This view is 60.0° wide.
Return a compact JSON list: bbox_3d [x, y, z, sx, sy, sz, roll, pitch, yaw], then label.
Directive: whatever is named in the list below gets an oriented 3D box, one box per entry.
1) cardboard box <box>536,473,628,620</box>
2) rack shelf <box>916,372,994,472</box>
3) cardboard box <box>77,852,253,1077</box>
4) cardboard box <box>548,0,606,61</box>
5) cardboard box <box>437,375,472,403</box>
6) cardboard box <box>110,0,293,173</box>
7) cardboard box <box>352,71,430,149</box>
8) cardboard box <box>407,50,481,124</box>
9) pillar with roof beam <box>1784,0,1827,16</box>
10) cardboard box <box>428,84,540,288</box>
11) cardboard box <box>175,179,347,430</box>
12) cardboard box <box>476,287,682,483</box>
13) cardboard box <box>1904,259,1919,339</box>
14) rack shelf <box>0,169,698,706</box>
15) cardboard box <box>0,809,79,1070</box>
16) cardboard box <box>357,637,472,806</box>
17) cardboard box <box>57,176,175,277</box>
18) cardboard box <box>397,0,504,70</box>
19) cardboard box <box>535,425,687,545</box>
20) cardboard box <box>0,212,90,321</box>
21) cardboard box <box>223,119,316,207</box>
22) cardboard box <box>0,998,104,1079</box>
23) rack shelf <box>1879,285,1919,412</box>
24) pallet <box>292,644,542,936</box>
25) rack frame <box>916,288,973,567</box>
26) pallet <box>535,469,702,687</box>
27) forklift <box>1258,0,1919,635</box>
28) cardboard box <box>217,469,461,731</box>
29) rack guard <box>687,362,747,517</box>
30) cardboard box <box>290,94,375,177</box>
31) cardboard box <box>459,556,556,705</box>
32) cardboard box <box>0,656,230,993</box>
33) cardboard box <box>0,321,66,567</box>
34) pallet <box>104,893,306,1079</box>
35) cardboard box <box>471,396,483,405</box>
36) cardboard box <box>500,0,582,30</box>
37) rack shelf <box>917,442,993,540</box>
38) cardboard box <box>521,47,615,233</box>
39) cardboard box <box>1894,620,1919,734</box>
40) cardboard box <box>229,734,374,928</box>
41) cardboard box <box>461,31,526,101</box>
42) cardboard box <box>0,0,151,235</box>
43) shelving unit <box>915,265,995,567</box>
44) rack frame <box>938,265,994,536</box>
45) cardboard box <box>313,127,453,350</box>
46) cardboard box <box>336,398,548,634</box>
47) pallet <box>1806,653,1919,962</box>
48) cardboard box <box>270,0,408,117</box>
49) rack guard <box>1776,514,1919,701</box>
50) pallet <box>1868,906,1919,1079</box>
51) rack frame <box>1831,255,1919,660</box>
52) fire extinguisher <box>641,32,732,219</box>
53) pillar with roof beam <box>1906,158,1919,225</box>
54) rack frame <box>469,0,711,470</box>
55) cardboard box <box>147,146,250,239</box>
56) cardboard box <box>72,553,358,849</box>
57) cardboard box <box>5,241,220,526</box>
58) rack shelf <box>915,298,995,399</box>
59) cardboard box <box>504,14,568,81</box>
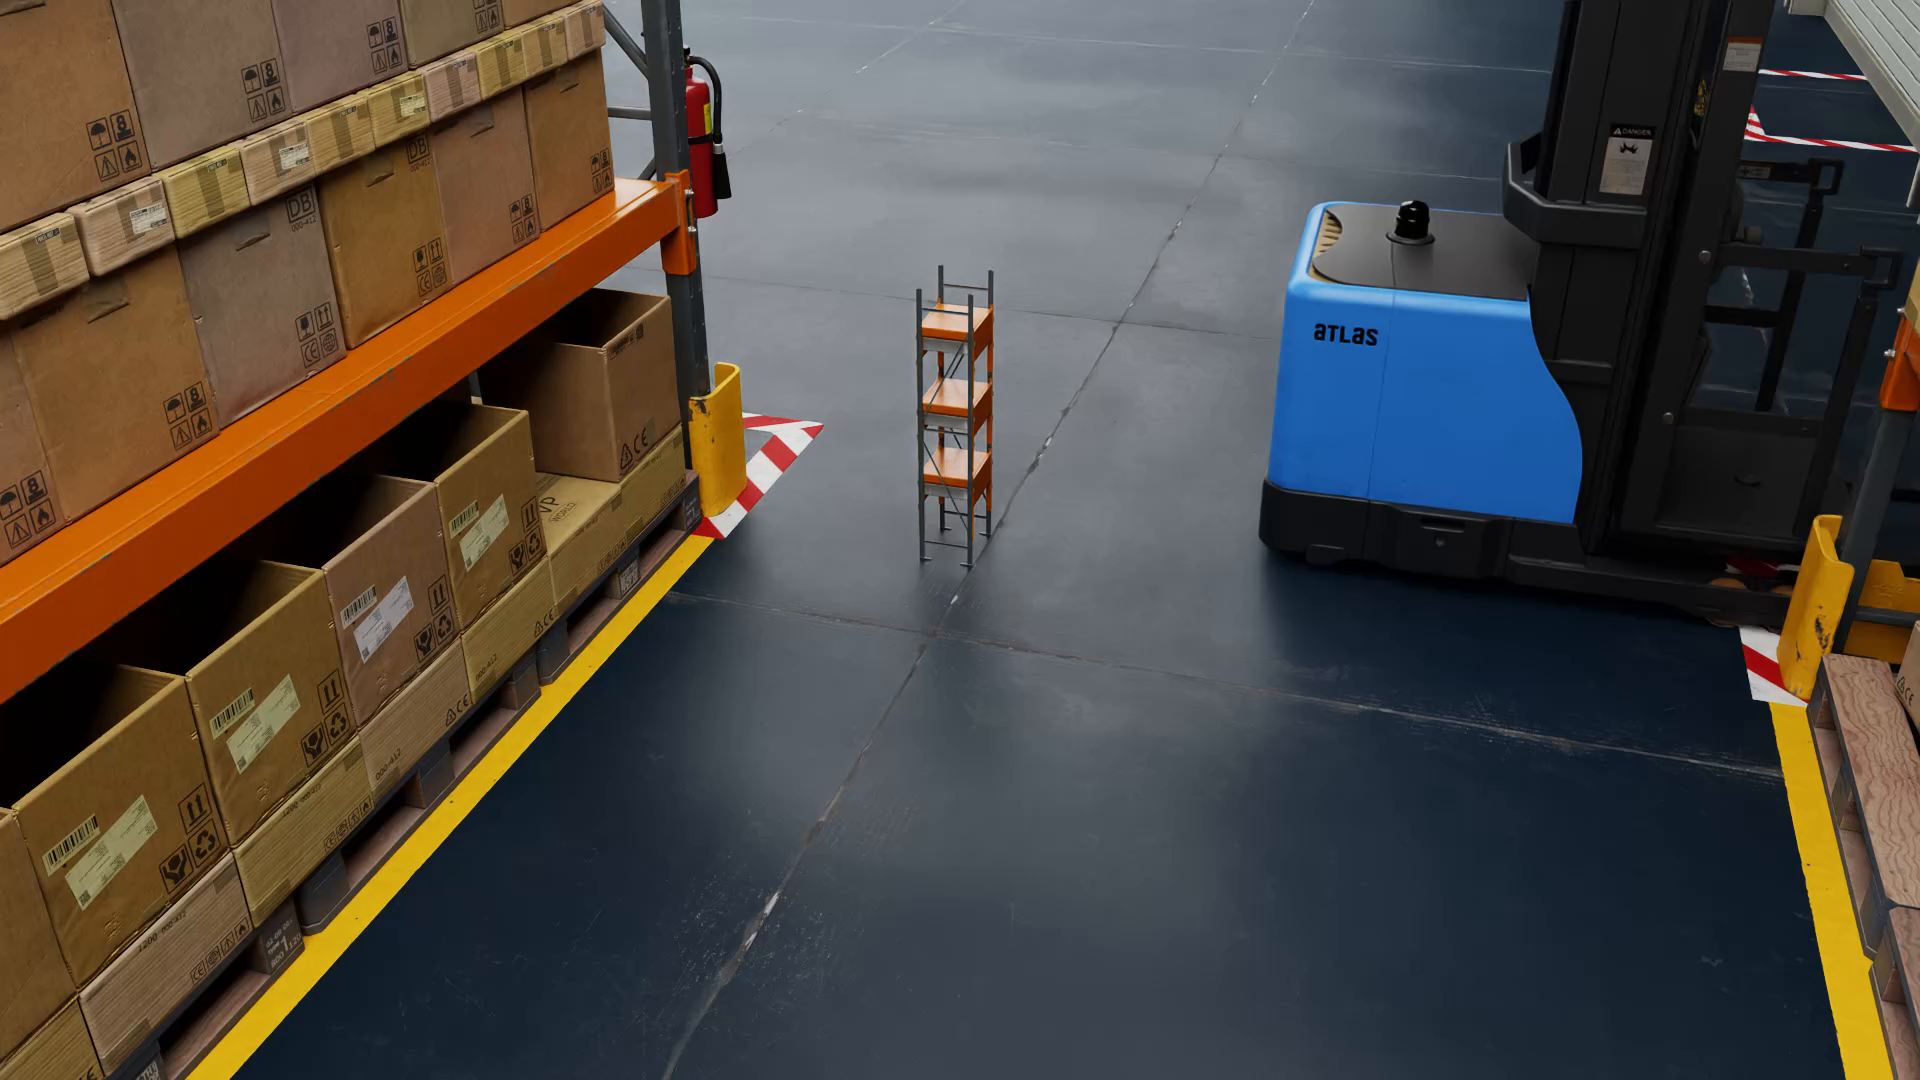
[{"bbox_3d":[-1.460,0.002,5.558,0.500,0.250,0.500,8,30,15],"label":"cardboard box"},{"bbox_3d":[-0.016,-0.425,5.955,0.215,0.259,0.240,8,30,15],"label":"rack shelf"},{"bbox_3d":[-2.046,0.931,3.887,0.500,0.250,0.500,8,30,15],"label":"cardboard box"},{"bbox_3d":[-1.380,-1.664,5.386,0.380,0.149,0.250,8,30,14],"label":"cardboard box"},{"bbox_3d":[-1.965,-0.401,5.511,0.500,0.500,0.500,8,30,15],"label":"cardboard box"},{"bbox_3d":[-2.058,-1.200,3.885,0.700,0.500,0.500,9,30,15],"label":"cardboard box"},{"bbox_3d":[-1.683,-1.185,4.524,0.380,0.149,0.250,9,30,16],"label":"cardboard box"},{"bbox_3d":[-1.606,-1.307,4.744,0.380,0.149,0.250,9,30,16],"label":"cardboard box"},{"bbox_3d":[3.315,-9.200,13.532,9.100,9.000,0.400,8,30,15],"label":"pillar with roof beam"},{"bbox_3d":[-1.748,-1.126,5.085,0.700,0.500,0.500,9,30,16],"label":"cardboard box"},{"bbox_3d":[-2.051,-0.650,4.231,0.700,0.500,0.500,9,30,16],"label":"cardboard box"},{"bbox_3d":[-1.323,-0.560,5.796,0.500,0.500,0.500,8,30,15],"label":"cardboard box"},{"bbox_3d":[2.840,-0.598,4.374,0.500,0.250,0.500,8,30,13],"label":"cardboard box"},{"bbox_3d":[-2.037,-0.298,4.440,1.077,0.370,4.000,8,30,15],"label":"rack shelf"},{"bbox_3d":[-2.188,0.837,3.285,0.500,0.500,0.500,8,30,15],"label":"cardboard box"},{"bbox_3d":[-1.753,0.467,4.722,0.500,0.250,0.500,8,30,15],"label":"cardboard box"},{"bbox_3d":[-1.985,-0.707,3.665,0.380,0.149,0.250,8,30,13],"label":"cardboard box"},{"bbox_3d":[-1.764,-1.667,4.725,0.700,0.500,0.500,8,30,14],"label":"cardboard box"},{"bbox_3d":[-1.325,-0.232,5.978,0.500,0.250,0.500,8,30,15],"label":"cardboard box"},{"bbox_3d":[-2.061,-0.582,3.441,0.380,0.149,0.250,7,30,13],"label":"cardboard box"},{"bbox_3d":[-1.833,-0.943,4.089,0.380,0.149,0.250,8,30,14],"label":"cardboard box"},{"bbox_3d":[-2.198,1.163,3.470,0.500,0.250,0.500,8,30,15],"label":"cardboard box"},{"bbox_3d":[2.700,0.407,3.172,1.077,0.370,4.000,8,30,15],"label":"rack shelf"},{"bbox_3d":[-1.994,0.603,4.948,1.003,0.211,1.213,8,30,15],"label":"pallet"},{"bbox_3d":[-0.052,-0.377,5.848,0.200,1.050,0.008,8,30,15],"label":"rack frame"},{"bbox_3d":[-1.634,0.038,5.964,1.003,0.211,1.213,8,30,15],"label":"pallet"},{"bbox_3d":[2.675,-1.243,5.470,3.031,2.935,1.130,8,30,13],"label":"forklift"},{"bbox_3d":[-1.750,0.139,4.539,0.500,0.500,0.500,8,30,15],"label":"cardboard box"},{"bbox_3d":[-1.443,-0.461,6.564,1.175,0.500,0.348,8,30,15],"label":"rack guard"},{"bbox_3d":[-1.758,-1.062,4.304,0.380,0.149,0.250,9,30,16],"label":"cardboard box"},{"bbox_3d":[-1.605,0.234,5.140,0.500,0.250,0.500,8,30,15],"label":"cardboard box"},{"bbox_3d":[-2.049,0.603,3.705,0.500,0.500,0.500,8,30,15],"label":"cardboard box"},{"bbox_3d":[-2.351,-0.180,3.385,0.700,0.500,0.500,8,30,14],"label":"cardboard box"},{"bbox_3d":[-2.350,1.172,3.926,1.003,0.211,1.213,8,30,15],"label":"pallet"},{"bbox_3d":[-1.820,-0.306,6.111,0.500,0.250,0.500,8,30,15],"label":"cardboard box"},{"bbox_3d":[-1.614,-1.913,5.165,0.700,0.500,0.500,9,30,15],"label":"cardboard box"},{"bbox_3d":[-0.016,-0.182,6.090,0.215,0.259,0.240,8,30,15],"label":"rack shelf"},{"bbox_3d":[-1.599,-1.370,5.525,0.700,0.500,0.500,9,30,15],"label":"cardboard box"},{"bbox_3d":[2.998,0.455,4.660,0.500,0.311,0.500,5,30,9],"label":"cardboard box"},{"bbox_3d":[-1.894,0.700,4.303,0.500,0.250,0.500,8,30,15],"label":"cardboard box"},{"bbox_3d":[-1.530,-1.423,4.953,0.380,0.149,0.250,8,30,14],"label":"cardboard box"},{"bbox_3d":[-2.205,-0.968,3.468,0.700,0.500,0.500,8,30,15],"label":"cardboard box"},{"bbox_3d":[-0.016,-0.434,5.950,0.215,1.050,0.252,8,30,15],"label":"shelving unit"},{"bbox_3d":[0.020,-0.491,6.052,0.200,1.050,0.008,8,30,15],"label":"rack frame"},{"bbox_3d":[-1.900,-0.896,4.672,0.700,0.500,0.500,9,30,15],"label":"cardboard box"},{"bbox_3d":[-1.602,-0.093,4.956,0.500,0.500,0.500,8,30,15],"label":"cardboard box"},{"bbox_3d":[2.992,0.790,4.613,1.003,0.211,1.213,8,30,15],"label":"pallet"},{"bbox_3d":[-1.911,-1.433,4.303,0.700,0.500,0.500,9,30,15],"label":"cardboard box"},{"bbox_3d":[3.265,0.291,5.213,1.175,0.500,0.348,8,30,15],"label":"rack guard"},{"bbox_3d":[2.632,1.355,3.597,1.003,0.211,1.213,8,30,15],"label":"pallet"},{"bbox_3d":[3.287,-0.837,4.668,1.000,3.000,0.127,8,30,15],"label":"rack frame"},{"bbox_3d":[-0.971,-1.497,5.934,0.296,0.674,0.183,8,30,15],"label":"fire extinguisher"},{"bbox_3d":[1.554,-6.412,8.520,9.100,9.000,0.400,8,30,15],"label":"pillar with roof beam"},{"bbox_3d":[-1.450,-1.542,5.936,1.000,3.000,0.127,8,30,15],"label":"rack frame"},{"bbox_3d":[-1.908,-0.828,3.882,0.380,0.149,0.250,8,30,14],"label":"cardboard box"},{"bbox_3d":[-1.895,0.372,4.121,0.500,0.500,0.500,8,30,15],"label":"cardboard box"},{"bbox_3d":[-2.200,-0.412,3.803,0.700,0.500,0.500,9,30,16],"label":"cardboard box"},{"bbox_3d":[-0.016,-0.673,5.817,0.215,0.259,0.240,8,30,15],"label":"rack shelf"},{"bbox_3d":[-1.455,-1.542,5.167,0.380,0.149,0.250,9,30,16],"label":"cardboard box"}]
